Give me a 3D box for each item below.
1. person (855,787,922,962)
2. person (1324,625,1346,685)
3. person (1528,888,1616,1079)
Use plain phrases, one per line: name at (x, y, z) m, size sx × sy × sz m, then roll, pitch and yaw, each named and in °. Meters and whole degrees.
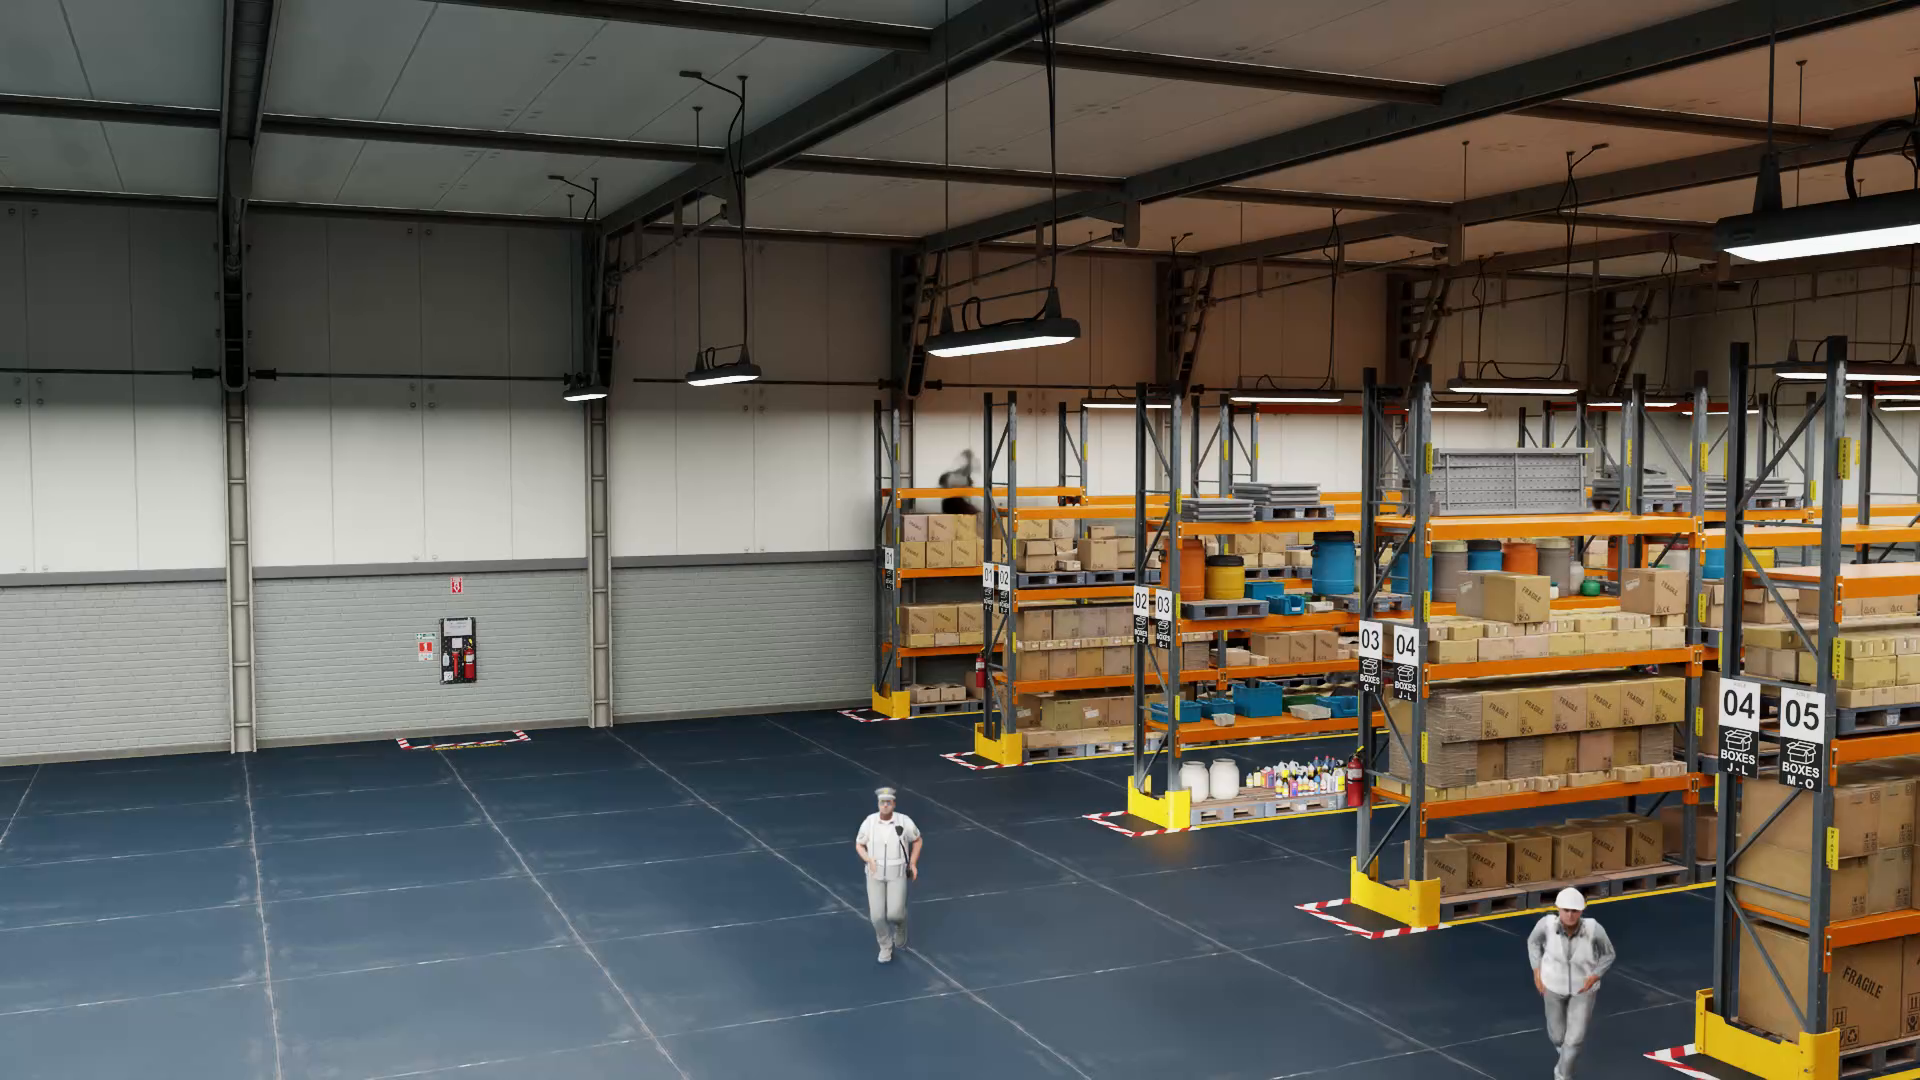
person at (-0.723, 3.332, 16.592) m, size 0.660 × 1.743 × 0.594 m, roll 0°, pitch 3°, yaw 5°
person at (7.361, 2.457, 32.606) m, size 0.886 × 1.579 × 0.542 m, roll -2°, pitch 4°, yaw -31°
person at (4.864, 3.561, 13.255) m, size 0.657 × 1.717 × 0.859 m, roll 1°, pitch 4°, yaw 18°
